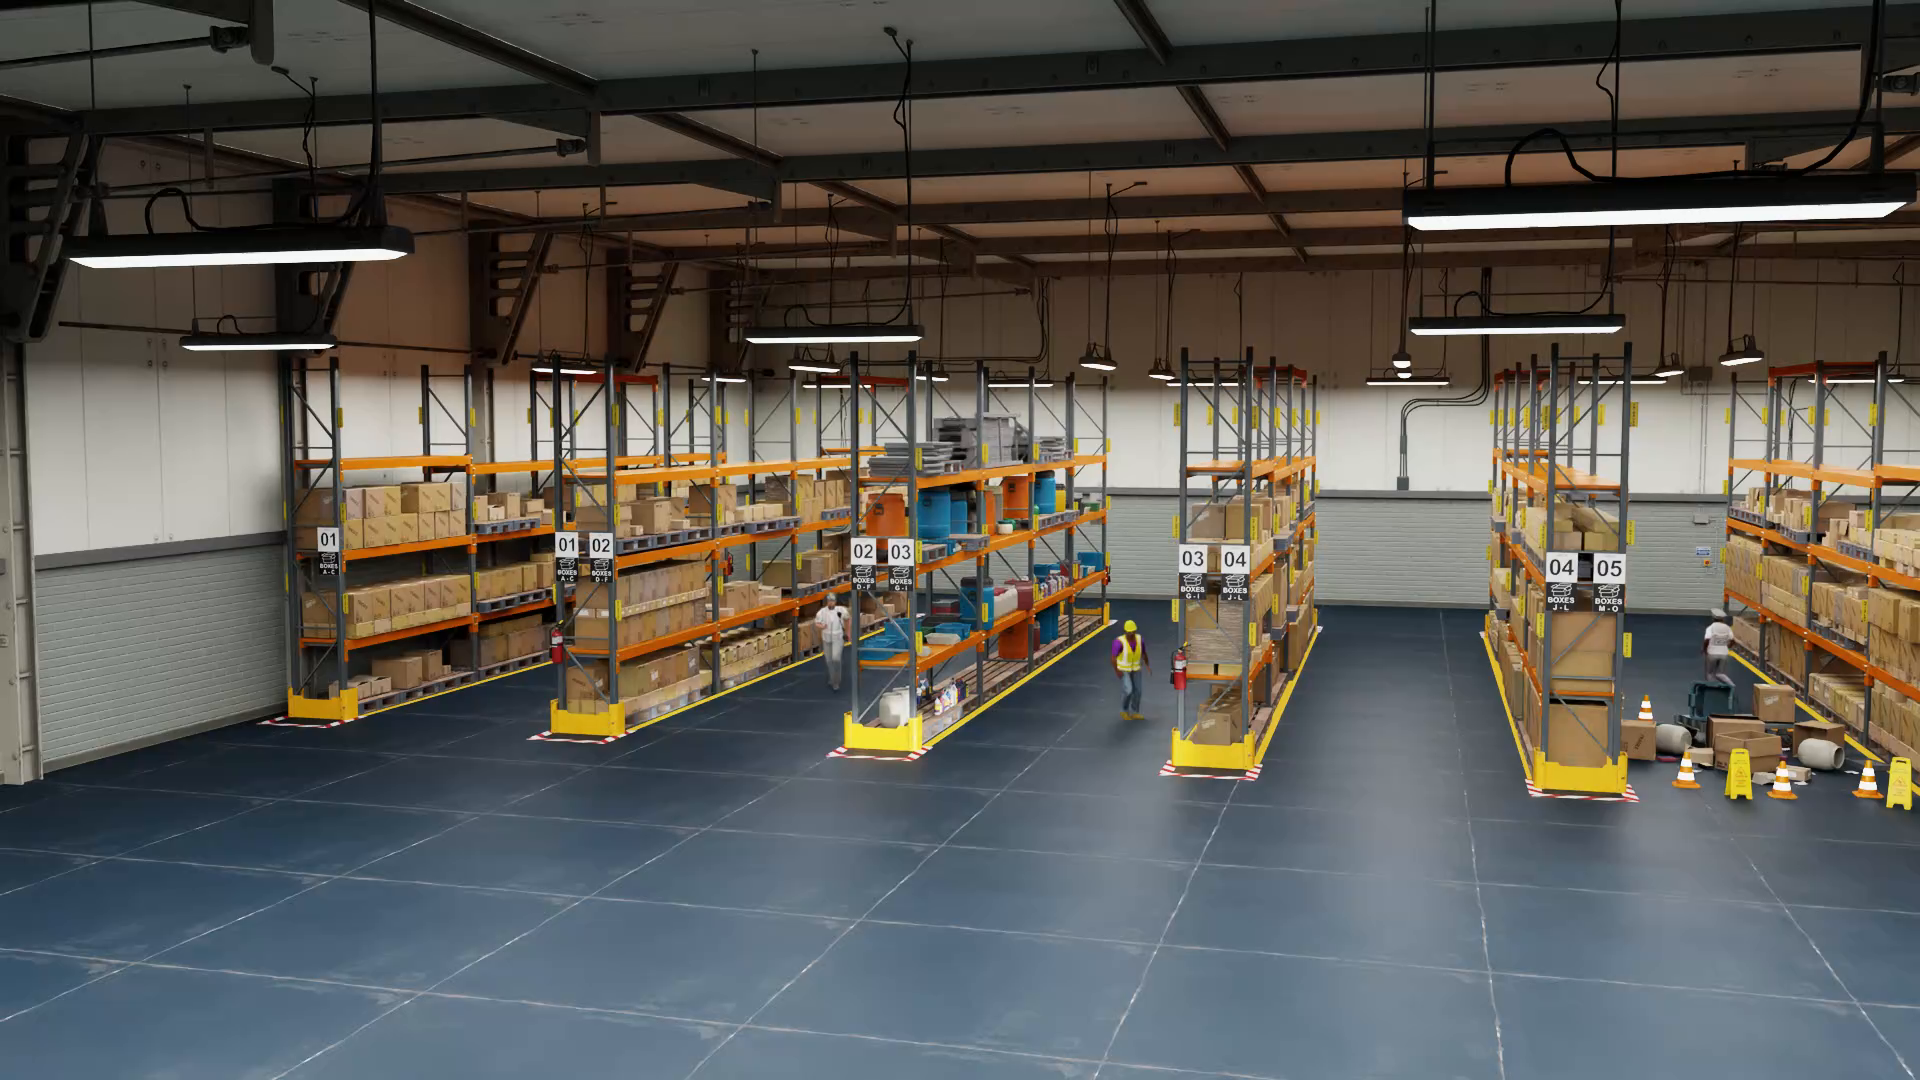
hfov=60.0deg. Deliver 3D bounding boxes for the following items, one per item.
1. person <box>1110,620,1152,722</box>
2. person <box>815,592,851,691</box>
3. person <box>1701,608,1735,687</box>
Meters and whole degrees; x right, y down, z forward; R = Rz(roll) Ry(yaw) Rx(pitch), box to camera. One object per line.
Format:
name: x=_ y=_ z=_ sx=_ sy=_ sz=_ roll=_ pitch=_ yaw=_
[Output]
person: x=2.817 y=2.146 z=27.436 sx=0.707 sy=1.701 sz=0.615 roll=-2 pitch=5 yaw=-23
person: x=-2.360 y=1.876 z=30.739 sx=0.615 sy=1.834 sz=0.854 roll=1 pitch=4 yaw=9
person: x=13.385 y=2.039 z=29.326 sx=0.587 sy=1.648 sz=0.646 roll=0 pitch=4 yaw=-4
